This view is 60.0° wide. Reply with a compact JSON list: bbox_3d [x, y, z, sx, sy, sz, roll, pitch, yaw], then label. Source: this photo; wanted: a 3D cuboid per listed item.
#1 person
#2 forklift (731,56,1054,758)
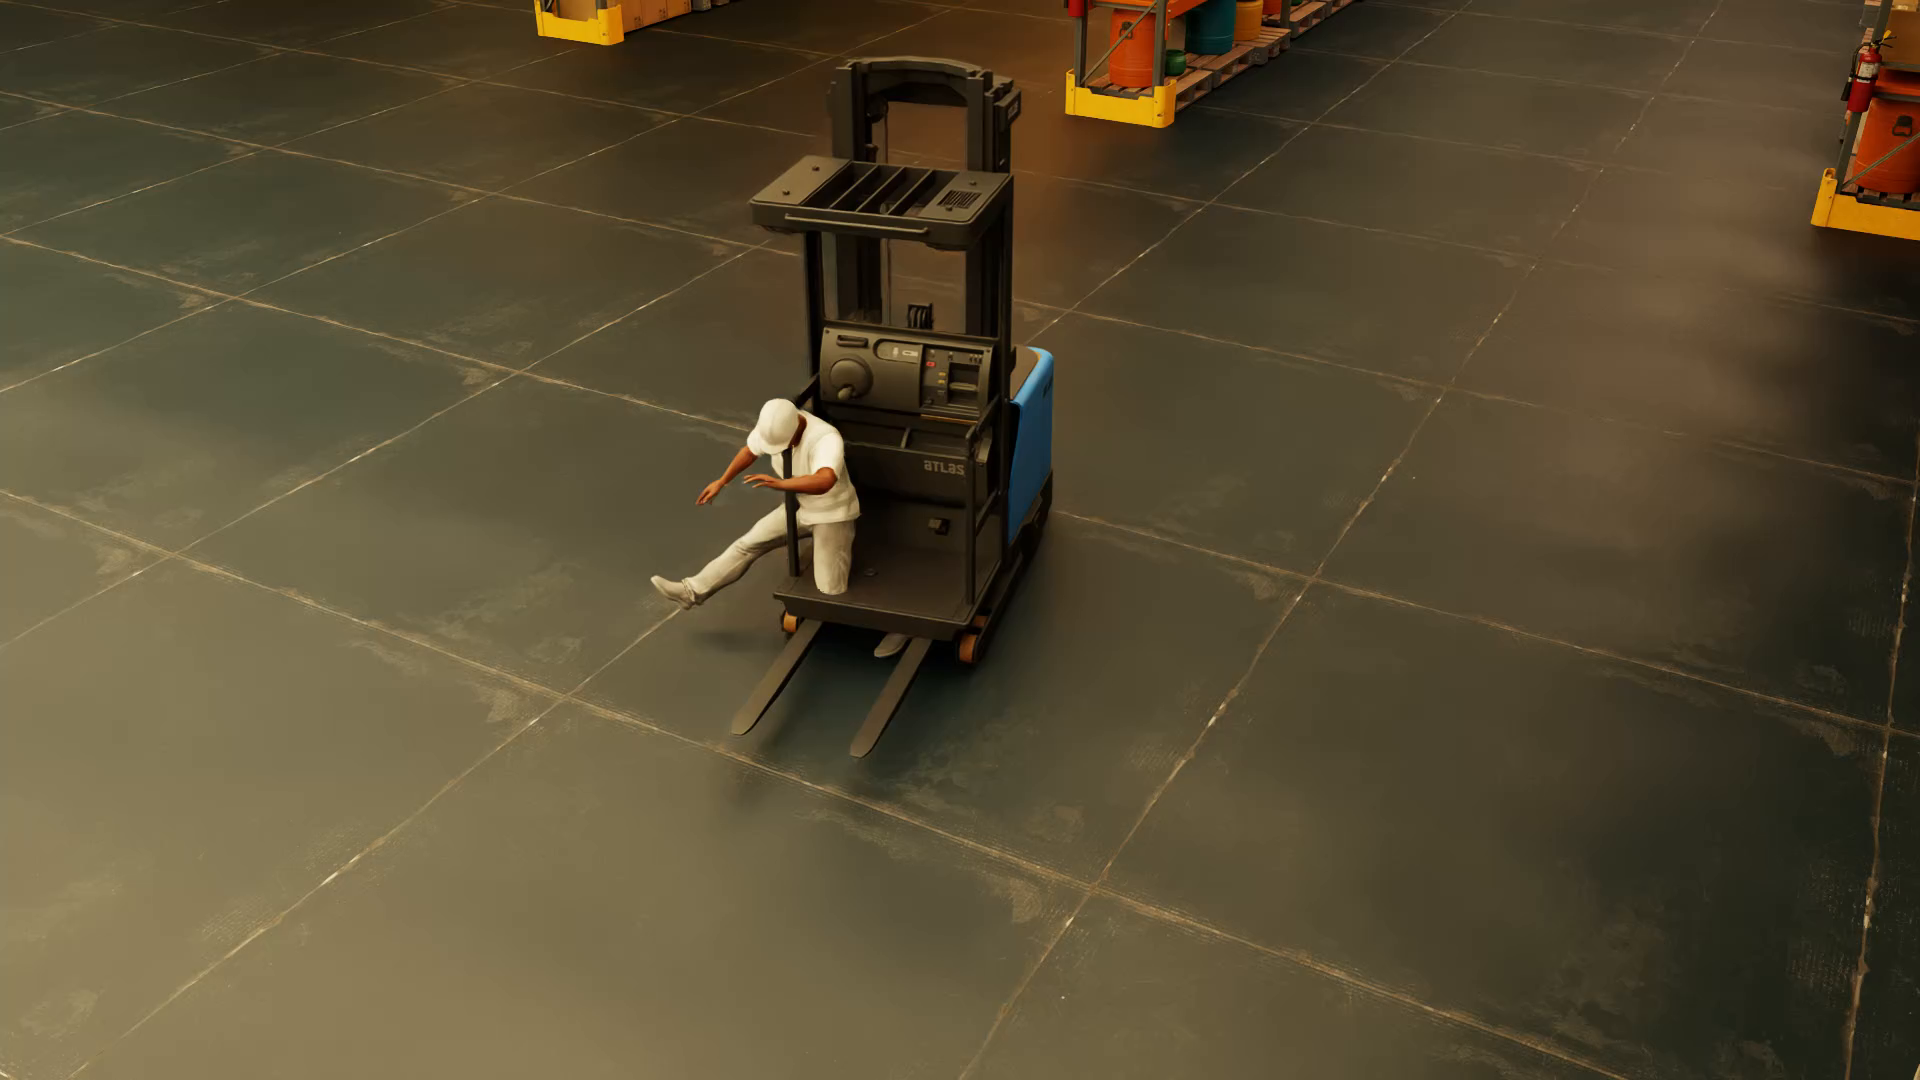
[{"bbox_3d":[-0.947,-0.093,8.765,1.121,1.439,1.059,-20,35,-30],"label":"person"},{"bbox_3d":[-0.344,-0.830,8.508,1.130,2.935,3.031,9,31,14],"label":"forklift"}]
